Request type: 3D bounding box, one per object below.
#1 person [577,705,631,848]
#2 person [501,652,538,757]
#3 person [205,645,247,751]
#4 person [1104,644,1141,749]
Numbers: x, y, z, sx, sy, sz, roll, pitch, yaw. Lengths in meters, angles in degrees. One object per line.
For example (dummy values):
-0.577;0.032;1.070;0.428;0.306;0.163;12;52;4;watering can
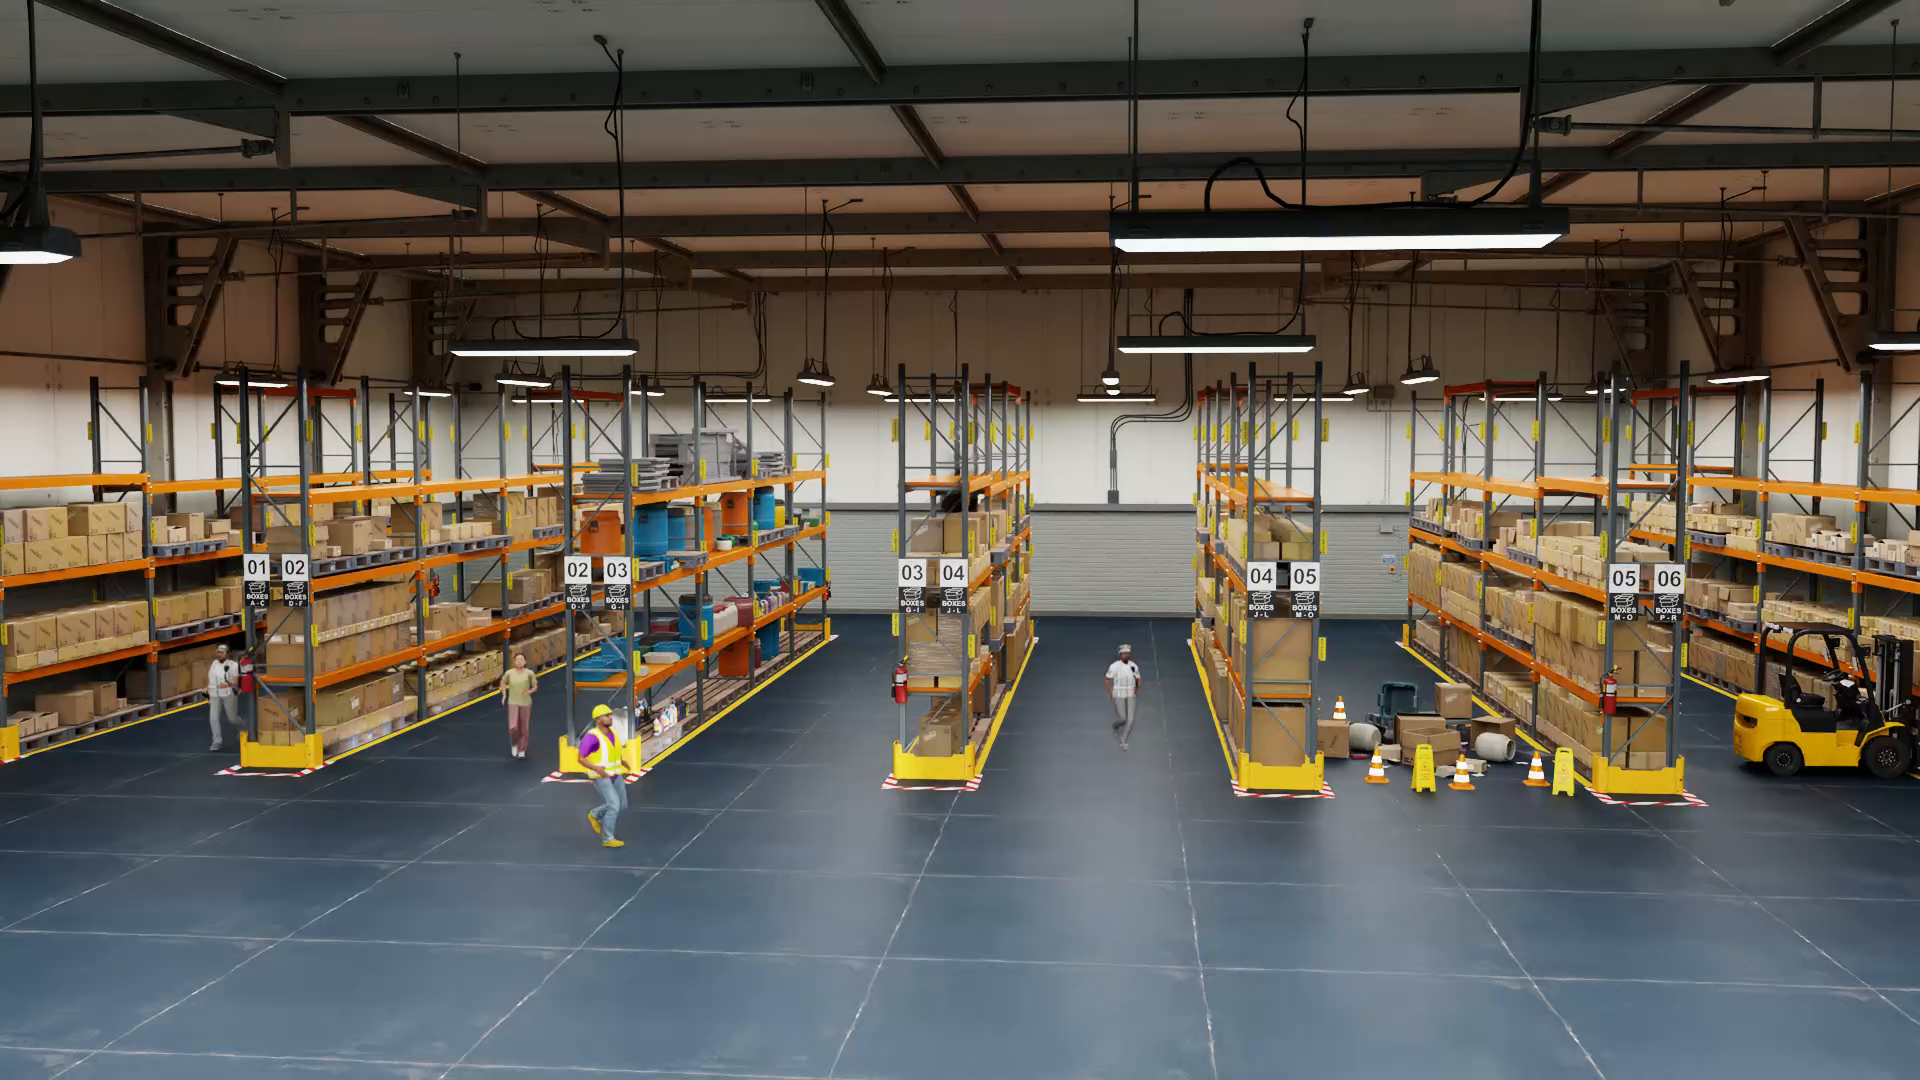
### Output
-4.327;2.849;20.152;0.625;1.719;0.700;2;4;28;person
-6.754;2.535;25.488;0.561;1.631;0.596;-1;4;-14;person
-11.693;2.483;26.435;0.626;1.628;0.856;0;4;2;person
2.602;2.474;26.264;0.574;1.651;0.560;-1;4;-11;person
